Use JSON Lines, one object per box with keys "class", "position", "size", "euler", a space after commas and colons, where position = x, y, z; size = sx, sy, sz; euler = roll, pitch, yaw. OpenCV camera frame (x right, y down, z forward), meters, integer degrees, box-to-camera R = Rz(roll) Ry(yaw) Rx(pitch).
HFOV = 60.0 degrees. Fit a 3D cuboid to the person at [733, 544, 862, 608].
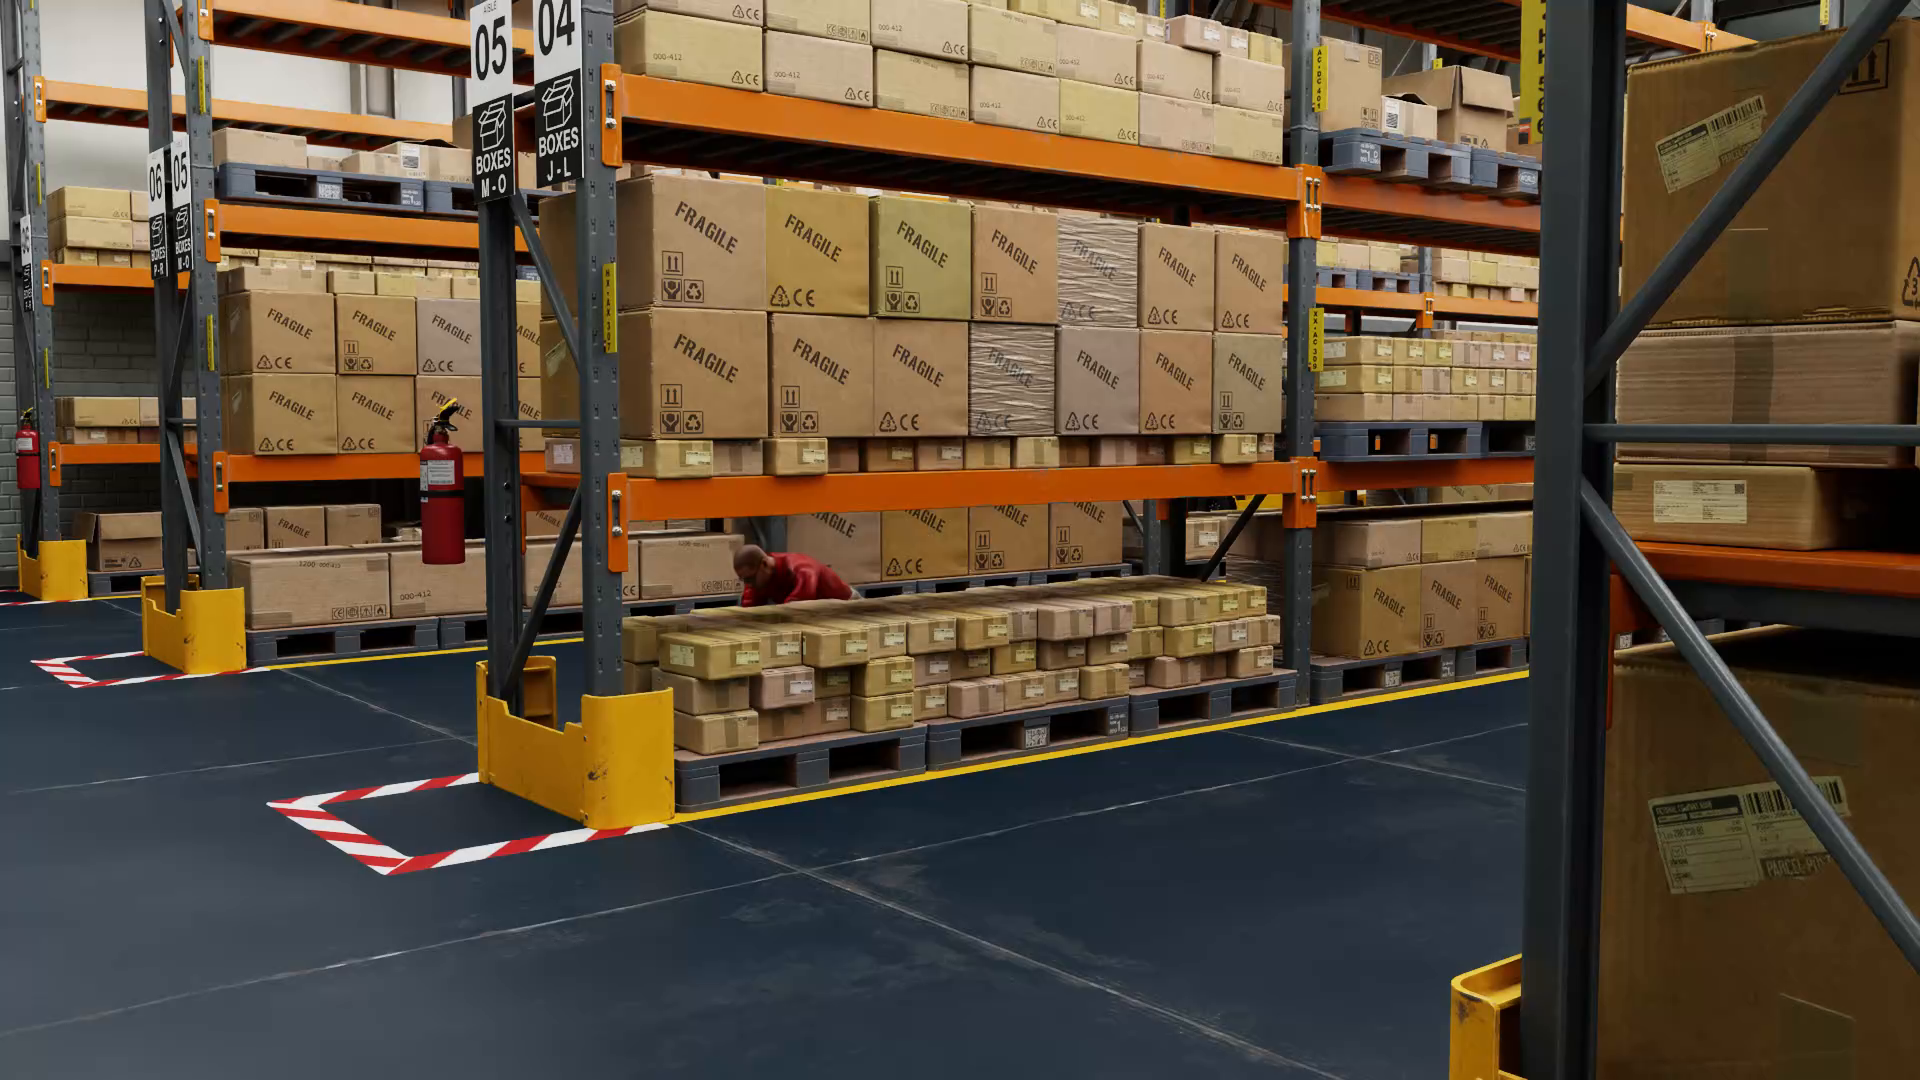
{"class": "person", "position": [-0.894, 0.435, 9.130], "size": [0.866, 0.867, 0.560], "euler": [-3, 5, -39]}
